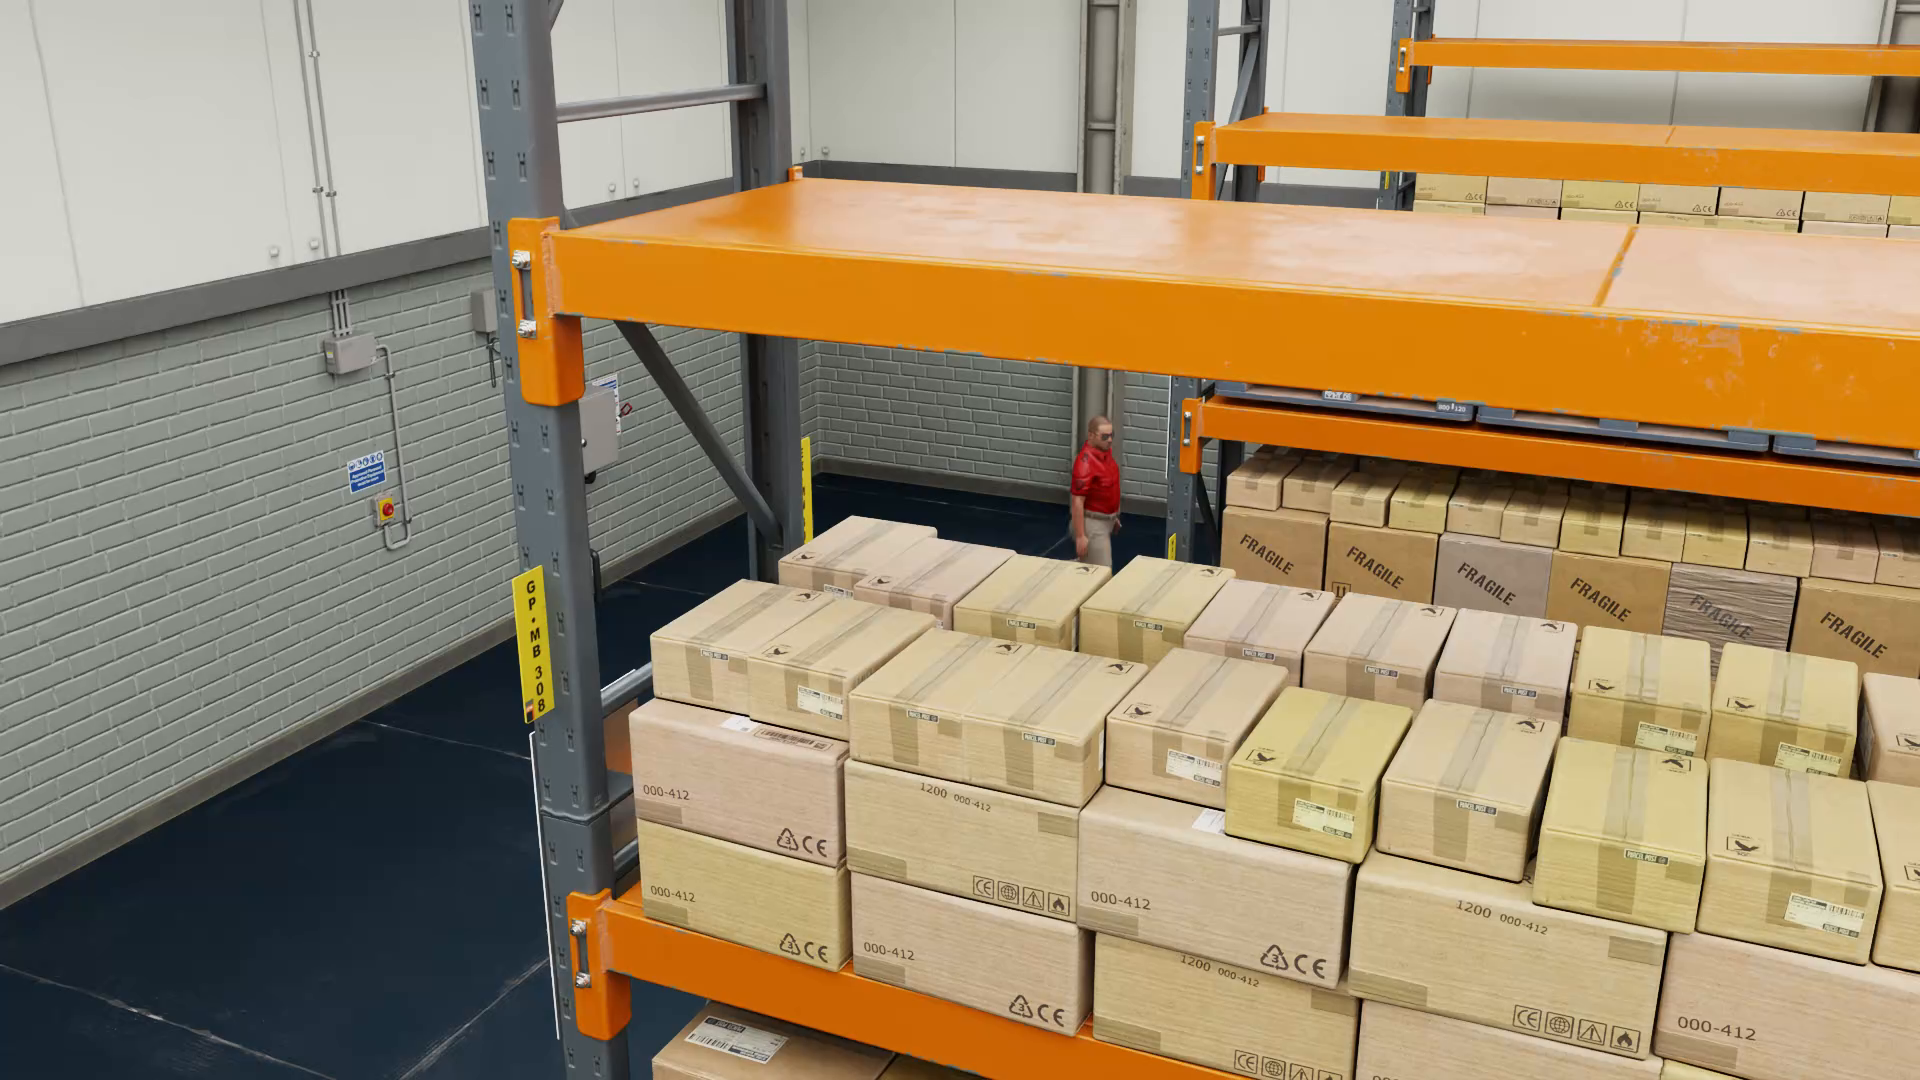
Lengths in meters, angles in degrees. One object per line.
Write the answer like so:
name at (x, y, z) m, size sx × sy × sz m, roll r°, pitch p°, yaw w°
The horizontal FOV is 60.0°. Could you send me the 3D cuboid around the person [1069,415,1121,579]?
person at (0.995, -0.123, 12.425) m, size 0.887 × 1.706 × 0.647 m, roll 6°, pitch 20°, yaw 17°
